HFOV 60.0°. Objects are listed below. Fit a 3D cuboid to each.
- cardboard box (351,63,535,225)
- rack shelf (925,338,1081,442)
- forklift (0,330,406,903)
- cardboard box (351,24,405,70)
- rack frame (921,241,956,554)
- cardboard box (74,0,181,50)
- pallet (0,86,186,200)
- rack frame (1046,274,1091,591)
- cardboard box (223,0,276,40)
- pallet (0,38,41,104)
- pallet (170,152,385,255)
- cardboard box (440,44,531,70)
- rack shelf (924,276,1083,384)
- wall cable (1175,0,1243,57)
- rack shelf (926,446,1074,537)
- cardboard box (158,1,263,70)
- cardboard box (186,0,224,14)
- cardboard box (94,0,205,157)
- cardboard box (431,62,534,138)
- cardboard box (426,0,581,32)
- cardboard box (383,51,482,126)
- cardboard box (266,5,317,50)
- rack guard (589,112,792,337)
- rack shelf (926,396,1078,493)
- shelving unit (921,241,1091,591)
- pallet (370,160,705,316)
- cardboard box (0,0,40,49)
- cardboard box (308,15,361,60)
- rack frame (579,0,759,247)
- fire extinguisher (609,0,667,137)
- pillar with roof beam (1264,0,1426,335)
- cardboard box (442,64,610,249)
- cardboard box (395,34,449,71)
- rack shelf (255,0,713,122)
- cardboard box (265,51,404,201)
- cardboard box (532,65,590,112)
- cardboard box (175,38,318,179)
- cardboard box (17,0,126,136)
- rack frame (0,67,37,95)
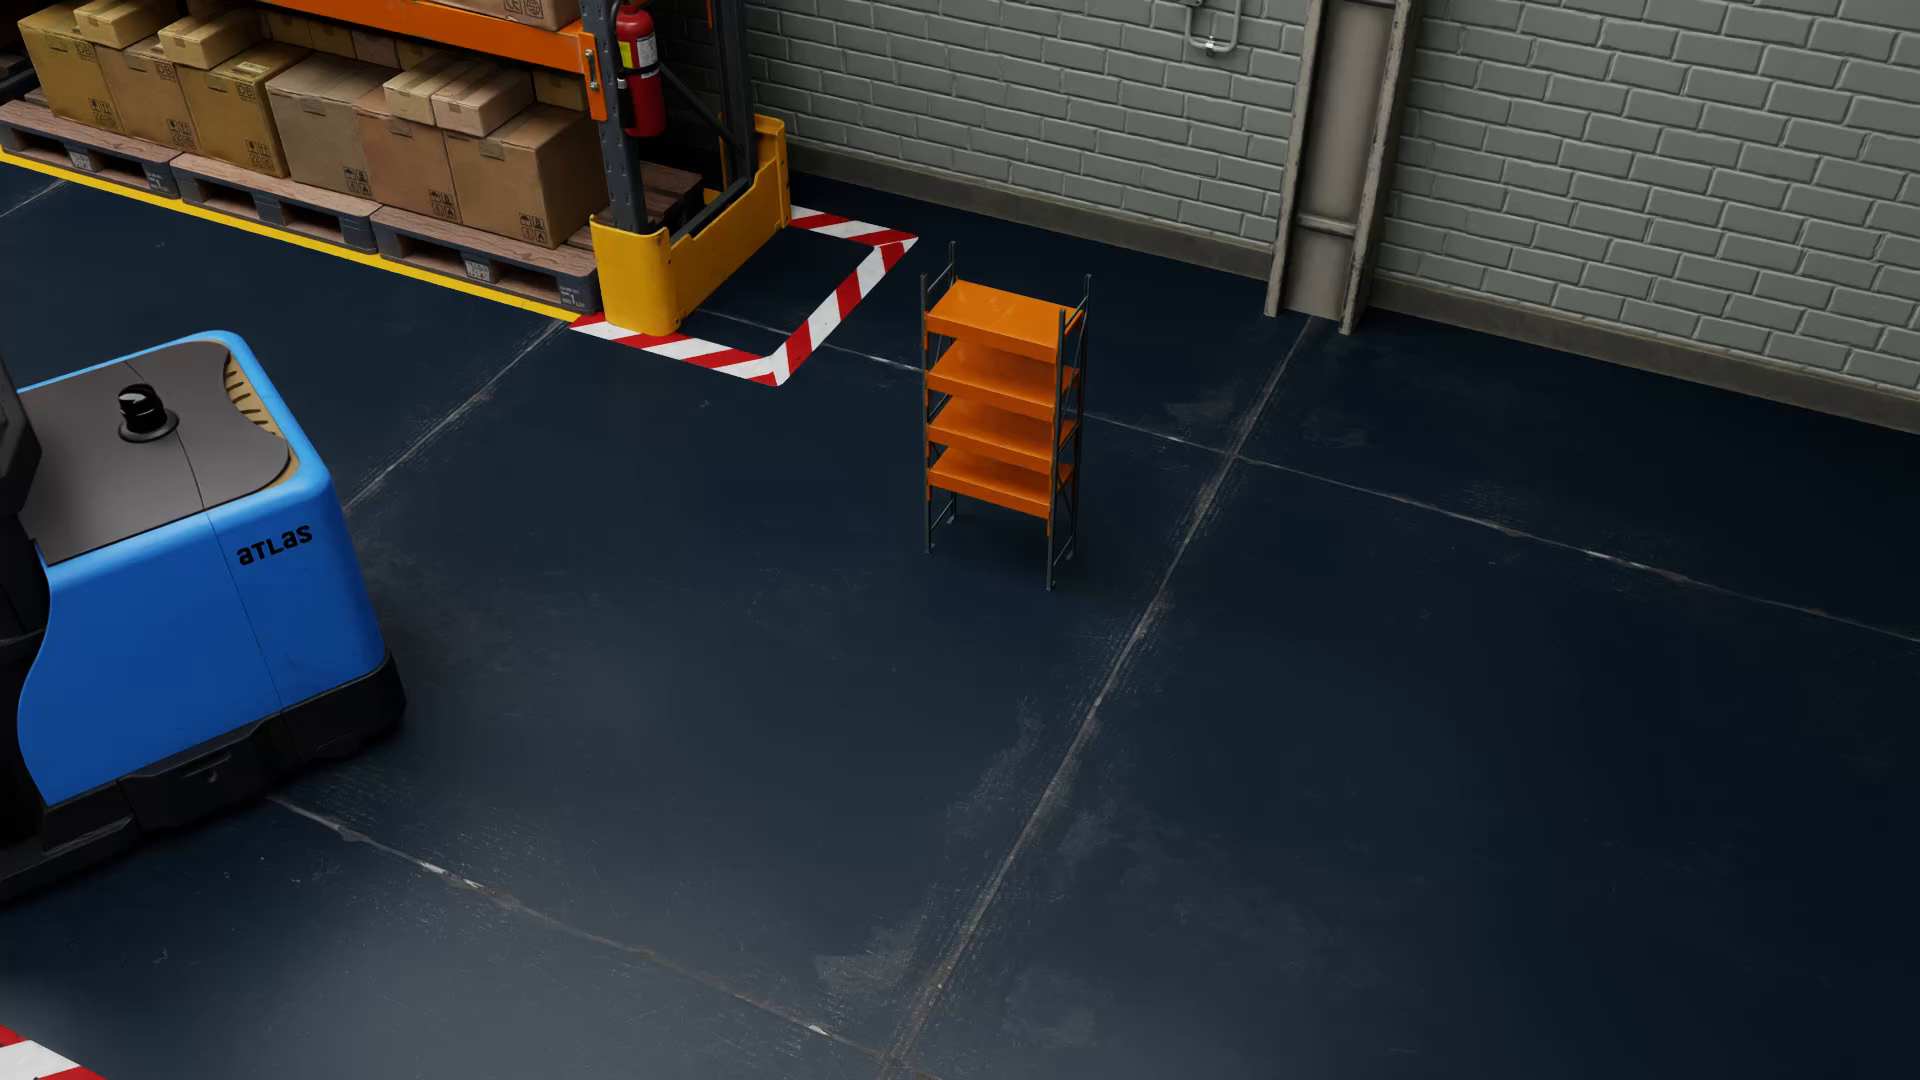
[{"bbox_3d":[-2.346,-1.896,7.735,0.500,0.500,0.700,17,44,19],"label":"cardboard box"},{"bbox_3d":[0.150,-0.526,5.702,0.480,0.148,0.258,17,44,19],"label":"rack shelf"},{"bbox_3d":[-3.336,-0.197,4.239,3.031,2.935,1.130,-24,46,-25],"label":"forklift"},{"bbox_3d":[-2.611,-2.366,7.782,0.250,0.149,0.380,18,44,19],"label":"cardboard box"},{"bbox_3d":[-0.071,-0.475,5.882,0.015,1.200,0.240,17,44,19],"label":"rack frame"},{"bbox_3d":[-3.973,-2.505,7.942,0.250,0.149,0.380,18,44,20],"label":"cardboard box"},{"bbox_3d":[-4.185,-2.206,8.634,1.213,0.211,1.003,17,44,19],"label":"pallet"},{"bbox_3d":[0.371,-0.340,5.726,0.015,1.200,0.240,17,44,19],"label":"rack frame"},{"bbox_3d":[-3.308,-2.578,8.027,0.250,0.149,0.380,17,44,19],"label":"cardboard box"},{"bbox_3d":[-5.572,-2.632,9.125,1.213,0.211,1.003,17,44,19],"label":"pallet"},{"bbox_3d":[-3.075,-1.869,8.245,1.213,0.211,1.003,17,44,19],"label":"pallet"},{"bbox_3d":[-2.154,-2.226,7.621,0.250,0.149,0.380,17,44,19],"label":"cardboard box"},{"bbox_3d":[0.150,-0.704,5.547,0.480,0.148,0.258,17,44,19],"label":"rack shelf"},{"bbox_3d":[0.345,-3.000,6.645,1.851,1.984,0.084,17,44,19],"label":"wall cable"},{"bbox_3d":[0.150,-0.207,5.978,0.480,0.148,0.258,17,44,19],"label":"rack shelf"},{"bbox_3d":[-3.500,-2.360,7.776,0.250,0.149,0.380,16,43,17],"label":"cardboard box"},{"bbox_3d":[-3.536,-2.649,8.108,0.250,0.149,0.380,16,43,17],"label":"cardboard box"},{"bbox_3d":[-3.752,-2.322,8.226,0.500,0.500,0.700,17,44,18],"label":"cardboard box"},{"bbox_3d":[-2.086,-1.930,7.279,0.250,0.149,0.380,16,44,18],"label":"cardboard box"},{"bbox_3d":[-1.682,-2.658,6.797,0.700,0.700,0.980,19,44,21],"label":"cardboard box"},{"bbox_3d":[-2.318,-2.000,7.360,0.250,0.149,0.380,18,44,20],"label":"cardboard box"},{"bbox_3d":[-3.073,-2.507,7.945,0.250,0.149,0.380,16,43,18],"label":"cardboard box"},{"bbox_3d":[-1.194,-1.458,7.550,0.348,0.500,1.175,17,44,19],"label":"rack guard"},{"bbox_3d":[0.150,-0.357,5.848,0.480,0.148,0.258,17,44,19],"label":"rack shelf"},{"bbox_3d":[0.150,-0.408,5.804,0.503,1.200,0.258,17,44,19],"label":"shelving unit"},{"bbox_3d":[-1.973,-1.530,7.854,1.213,0.211,1.003,17,44,19],"label":"pallet"},{"bbox_3d":[-5.485,-2.966,8.702,0.750,0.750,0.750,17,44,19],"label":"cardboard box"},{"bbox_3d":[-2.844,-2.437,7.864,0.250,0.149,0.380,17,44,19],"label":"cardboard box"},{"bbox_3d":[-1.216,-2.409,6.739,0.127,3.000,1.000,17,44,19],"label":"rack frame"},{"bbox_3d":[-1.274,-1.923,6.522,0.183,0.674,0.296,17,44,19],"label":"fire extinguisher"},{"bbox_3d":[-0.223,-1.886,1.556,0.400,9.000,9.100,17,44,19],"label":"pillar with roof beam"},{"bbox_3d":[-1.892,-1.757,7.575,0.500,0.500,0.700,17,44,19],"label":"cardboard box"},{"bbox_3d":[-2.380,-2.296,7.701,0.250,0.149,0.380,17,44,19],"label":"cardboard box"},{"bbox_3d":[-3.028,-2.691,7.614,4.000,0.370,1.077,17,44,19],"label":"rack shelf"},{"bbox_3d":[-2.802,-2.035,7.895,0.500,0.500,0.700,16,43,17],"label":"cardboard box"},{"bbox_3d":[-1.694,-2.087,7.460,0.250,0.149,0.380,17,44,19],"label":"cardboard box"},{"bbox_3d":[-3.288,-2.178,8.061,0.500,0.500,0.700,18,44,20],"label":"cardboard box"},{"bbox_3d":[-4.206,-2.463,8.389,0.500,0.500,0.700,18,44,19],"label":"cardboard box"},{"bbox_3d":[-4.841,-3.517,8.017,0.127,3.000,1.000,17,44,19],"label":"rack frame"}]
